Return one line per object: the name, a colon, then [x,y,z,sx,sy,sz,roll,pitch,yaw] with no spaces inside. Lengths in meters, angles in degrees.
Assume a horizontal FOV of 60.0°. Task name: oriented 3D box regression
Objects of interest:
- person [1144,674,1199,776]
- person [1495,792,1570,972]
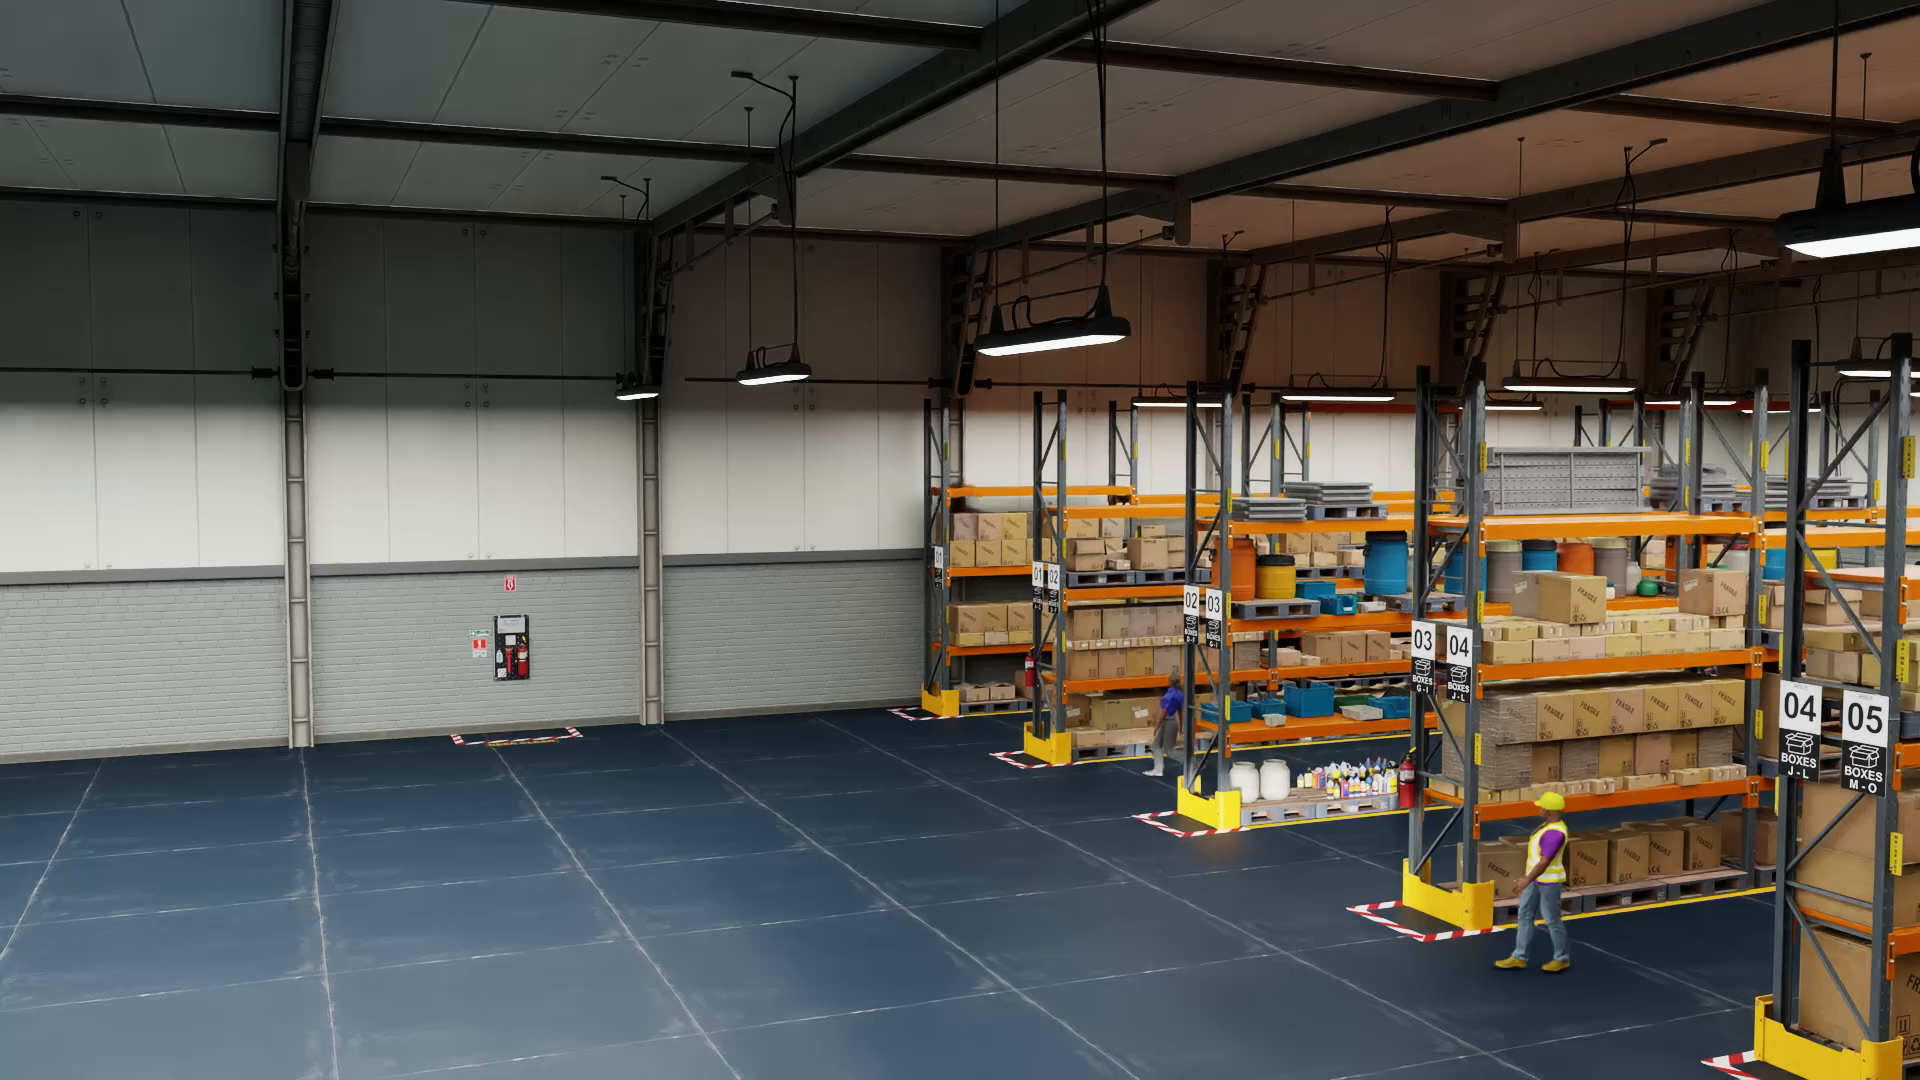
person: [3.237,2.846,25.504,0.802,1.604,0.470,0,3,6]
person: [5.631,3.324,16.184,0.677,1.753,0.550,-1,3,-13]
